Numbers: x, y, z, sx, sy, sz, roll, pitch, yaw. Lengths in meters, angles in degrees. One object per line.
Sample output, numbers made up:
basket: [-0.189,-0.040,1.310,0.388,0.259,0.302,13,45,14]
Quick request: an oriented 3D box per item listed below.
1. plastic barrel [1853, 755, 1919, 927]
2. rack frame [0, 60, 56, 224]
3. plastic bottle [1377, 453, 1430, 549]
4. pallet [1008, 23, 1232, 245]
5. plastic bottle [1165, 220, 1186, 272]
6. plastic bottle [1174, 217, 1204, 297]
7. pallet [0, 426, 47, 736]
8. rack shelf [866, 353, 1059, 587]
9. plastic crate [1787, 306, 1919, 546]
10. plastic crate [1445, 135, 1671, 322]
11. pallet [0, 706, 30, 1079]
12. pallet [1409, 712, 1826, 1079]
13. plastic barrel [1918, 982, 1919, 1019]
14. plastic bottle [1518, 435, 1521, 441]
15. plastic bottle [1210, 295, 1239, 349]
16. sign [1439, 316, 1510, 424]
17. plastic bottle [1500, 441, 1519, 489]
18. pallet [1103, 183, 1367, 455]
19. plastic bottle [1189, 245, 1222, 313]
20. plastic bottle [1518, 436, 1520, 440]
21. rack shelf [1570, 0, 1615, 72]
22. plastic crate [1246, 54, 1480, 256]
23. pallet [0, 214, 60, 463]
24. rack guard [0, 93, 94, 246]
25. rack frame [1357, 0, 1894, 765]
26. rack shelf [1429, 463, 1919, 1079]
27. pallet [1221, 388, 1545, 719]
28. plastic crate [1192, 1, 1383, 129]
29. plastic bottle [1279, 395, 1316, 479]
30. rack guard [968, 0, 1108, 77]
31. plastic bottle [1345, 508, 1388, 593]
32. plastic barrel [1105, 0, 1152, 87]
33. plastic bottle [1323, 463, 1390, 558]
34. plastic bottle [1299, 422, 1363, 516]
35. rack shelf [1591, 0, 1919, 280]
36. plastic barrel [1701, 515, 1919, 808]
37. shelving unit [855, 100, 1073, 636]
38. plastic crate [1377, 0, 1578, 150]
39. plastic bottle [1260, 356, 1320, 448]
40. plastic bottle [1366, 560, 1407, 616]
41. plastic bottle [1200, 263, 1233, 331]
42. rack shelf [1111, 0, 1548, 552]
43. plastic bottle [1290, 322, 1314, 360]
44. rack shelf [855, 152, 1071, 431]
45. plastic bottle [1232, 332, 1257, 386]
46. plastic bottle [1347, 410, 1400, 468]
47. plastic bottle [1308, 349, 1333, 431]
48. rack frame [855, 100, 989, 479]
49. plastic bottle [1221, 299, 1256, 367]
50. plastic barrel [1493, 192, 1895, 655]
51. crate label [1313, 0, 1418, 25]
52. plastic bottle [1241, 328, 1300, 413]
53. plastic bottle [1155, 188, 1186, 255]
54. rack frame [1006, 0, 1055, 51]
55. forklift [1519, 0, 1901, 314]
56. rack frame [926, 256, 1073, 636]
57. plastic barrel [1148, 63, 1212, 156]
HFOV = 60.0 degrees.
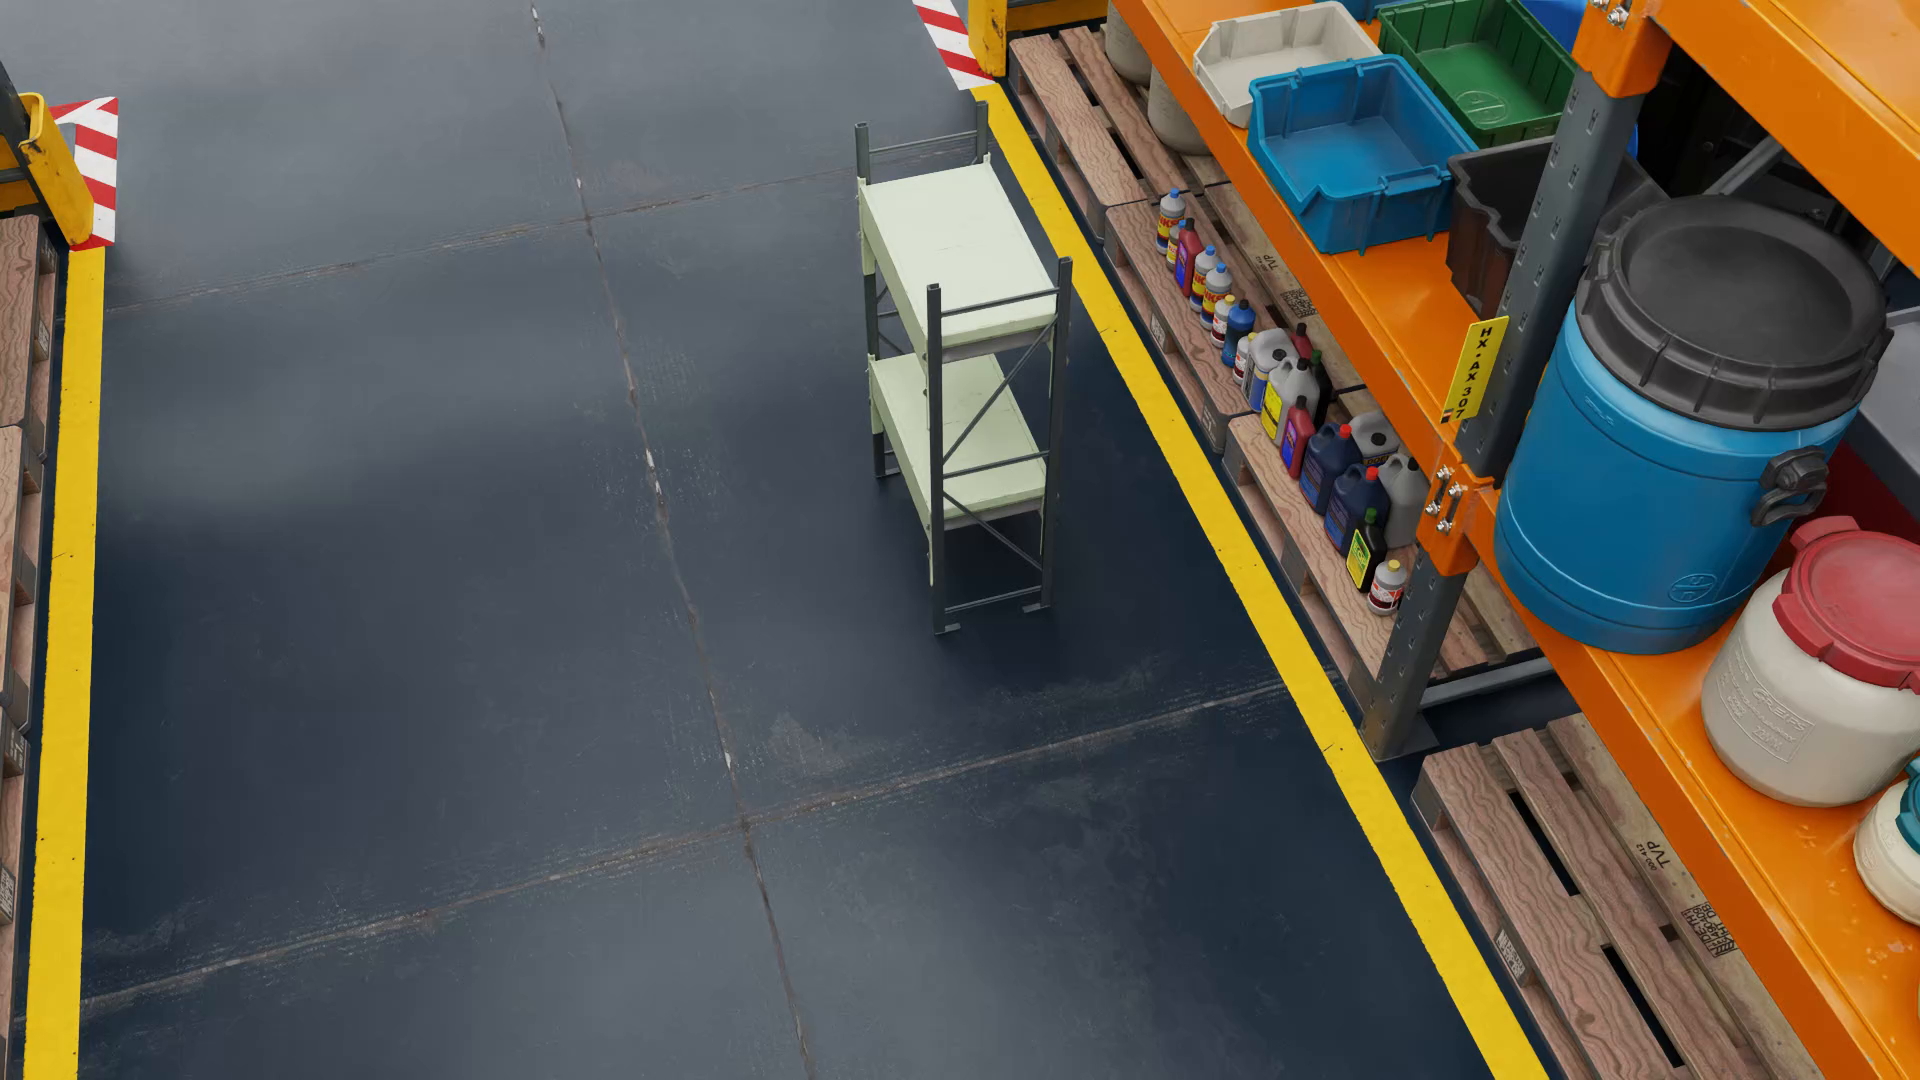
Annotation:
plastic barrel: [1.992,0.619,3.357,0.301,0.262,0.301,0,50,0]
rack frame: [-4.168,-2.228,5.667,1.000,3.000,0.127,-13,51,-11]
plastic bottle: [1.419,-0.153,5.362,0.144,0.351,0.185,-13,51,-11]
pallet: [0.866,-1.810,7.138,1.003,0.211,1.213,-13,51,-11]
plastic bottle: [0.833,-1.118,6.273,0.097,0.201,0.097,0,50,0]
plastic bottle: [0.852,-1.050,6.163,0.061,0.283,0.133,-13,51,-10]
pallet: [-3.582,0.217,5.429,1.003,0.211,1.213,-13,51,-11]
rack shelf: [-0.002,-0.278,5.430,0.431,0.370,0.720,-13,51,-11]
plastic crate: [2.182,-0.163,3.884,0.402,0.464,0.583,-13,51,-11]
plastic crate: [1.713,-0.818,4.518,0.767,0.338,0.504,-13,51,-11]
pallet: [-3.217,1.109,4.677,1.003,0.211,1.213,-13,51,-11]
pallet: [2.016,1.037,4.738,1.003,0.211,1.213,-13,51,-11]
plastic barrel: [2.037,0.814,3.013,0.433,0.535,0.433,0,50,0]
plastic bottle: [1.904,-0.398,5.569,0.144,0.351,0.185,-12,51,-10]
plastic bottle: [0.963,-0.798,6.003,0.097,0.201,0.097,0,50,0]
sign: [1.218,-0.400,3.944,0.100,0.325,0.005,-13,51,-11]
plastic bottle: [1.848,-0.230,5.471,0.061,0.283,0.133,-13,51,-11]
pallet: [1.224,-0.921,6.388,1.003,0.211,1.213,-13,51,-11]
plastic bottle: [0.904,-0.966,6.099,0.097,0.271,0.097,0,50,0]
plastic bottle: [1.767,-0.366,5.541,0.144,0.351,0.185,-13,51,-11]
rack shelf: [1.155,-2.623,4.508,1.077,0.370,4.000,-13,51,-11]
plastic crate: [1.160,-1.126,4.834,0.499,0.251,0.616,-13,51,-11]
pallet: [-3.939,-0.673,6.179,1.003,0.211,1.213,-13,51,-11]
rack guard: [-4.145,-1.367,6.576,1.175,0.500,0.348,-13,51,-11]
rack frame: [1.747,-0.427,4.148,1.000,3.000,0.127,-13,51,-11]
rack shelf: [2.338,1.266,3.192,1.077,0.370,4.000,-13,51,-11]
pallet: [1.588,-0.028,5.636,1.003,0.211,1.213,-13,51,-11]
plastic crate: [1.025,-1.471,5.200,0.530,0.136,0.437,-13,51,-11]
plastic bottle: [1.136,-0.348,5.570,0.061,0.283,0.133,-10,51,-9]
rack guard: [0.631,-2.498,7.529,1.175,0.500,0.348,-13,51,-11]
plastic bottle: [1.289,0.030,5.252,0.061,0.283,0.133,-11,51,-9]
plastic barrel: [0.831,-2.218,7.011,0.421,0.512,0.421,0,50,0]
plastic bottle: [1.281,-0.120,5.334,0.144,0.351,0.185,-15,51,-12]
plastic bottle: [1.224,-0.260,5.452,0.144,0.351,0.185,-16,52,-13]
rack shelf: [2.338,0.299,2.045,1.077,0.370,4.000,-13,51,-11]
plastic barrel: [1.820,0.278,3.465,0.433,0.535,0.433,0,50,0]
shelving unit: [-0.002,-0.488,5.181,0.431,1.500,0.755,-13,51,-11]
plastic crate: [1.615,-1.414,5.119,0.450,0.188,0.662,-13,51,-11]
plastic bottle: [1.129,-0.496,5.651,0.144,0.351,0.185,-14,51,-11]
plastic bottle: [1.342,0.139,5.214,0.097,0.201,0.097,0,50,0]
plastic bottle: [0.933,-0.893,6.037,0.097,0.271,0.097,0,50,0]
rack shelf: [1.155,-1.656,5.654,1.077,0.370,4.000,-13,51,-11]
plastic bottle: [1.186,-0.618,5.798,0.061,0.283,0.133,-13,51,-11]
rack shelf: [-0.002,-0.740,4.882,0.431,0.370,0.720,-13,51,-11]
plastic bottle: [1.023,-0.648,5.877,0.097,0.201,0.097,0,50,0]
plastic bottle: [1.358,-0.288,5.525,0.152,0.276,0.135,-13,51,-11]
plastic bottle: [1.219,-0.516,5.712,0.061,0.283,0.133,-13,51,-11]
rack frame: [-0.110,-0.756,5.406,0.400,1.500,0.023,-13,51,-11]
plastic bottle: [0.993,-0.745,5.913,0.097,0.271,0.097,0,50,0]
plastic barrel: [1.572,-0.238,3.661,0.600,0.901,0.708,-13,51,-11]
crate label: [1.367,-2.077,5.516,0.502,0.435,0.616,-13,51,-11]
plastic bottle: [1.084,-0.592,5.781,0.152,0.276,0.135,-12,51,-10]
plastic bottle: [0.802,-1.216,6.310,0.097,0.271,0.097,0,50,0]
rack frame: [0.564,-3.348,6.611,1.000,3.000,0.127,-13,51,-11]
forklift: [3.204,-2.072,5.580,3.031,2.935,1.130,33,57,24]
rack frame: [0.106,-0.221,4.955,0.400,1.500,0.023,-13,51,-11]
plastic barrel: [0.980,-1.852,6.702,0.421,0.512,0.421,0,50,0]
